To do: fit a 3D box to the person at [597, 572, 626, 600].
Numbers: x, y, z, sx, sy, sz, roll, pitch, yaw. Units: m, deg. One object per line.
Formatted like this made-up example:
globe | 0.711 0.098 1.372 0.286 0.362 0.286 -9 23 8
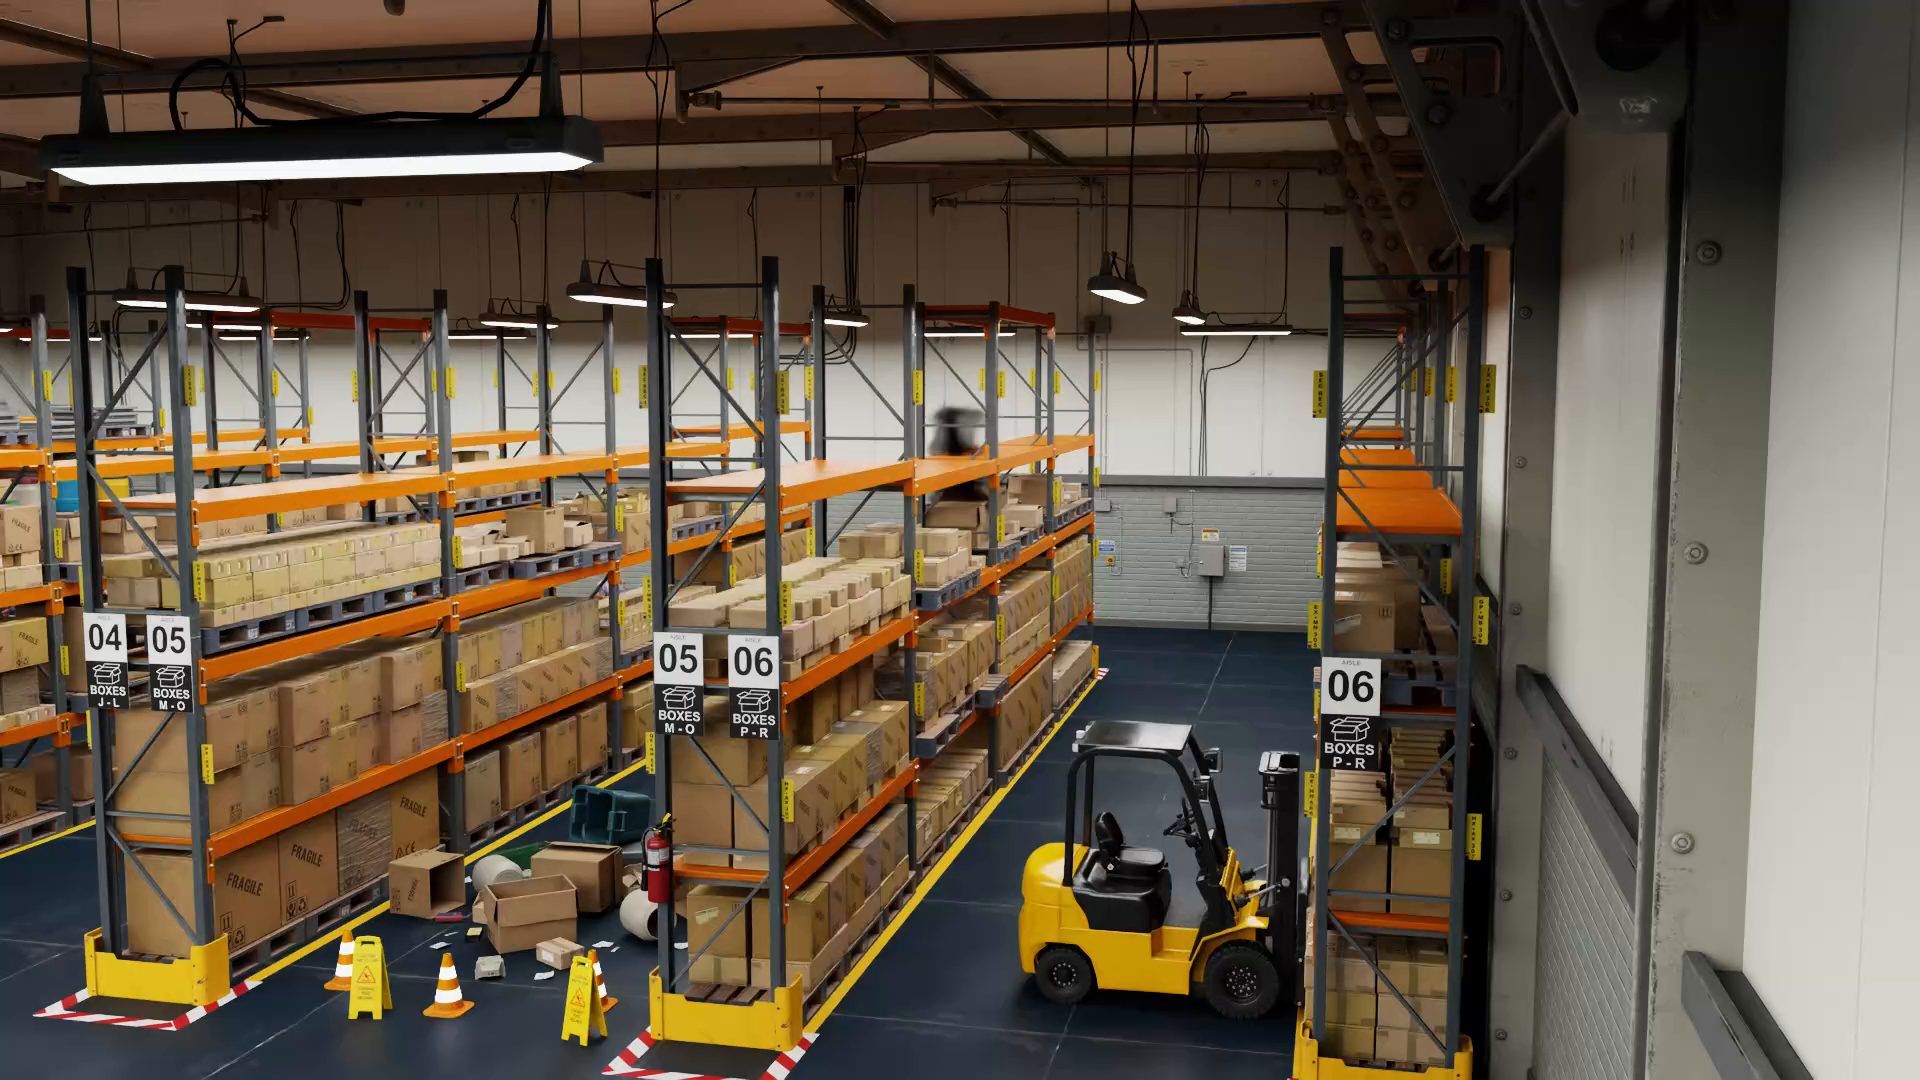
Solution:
person | -6.342 1.294 30.470 0.640 1.627 0.922 -4 7 -32
